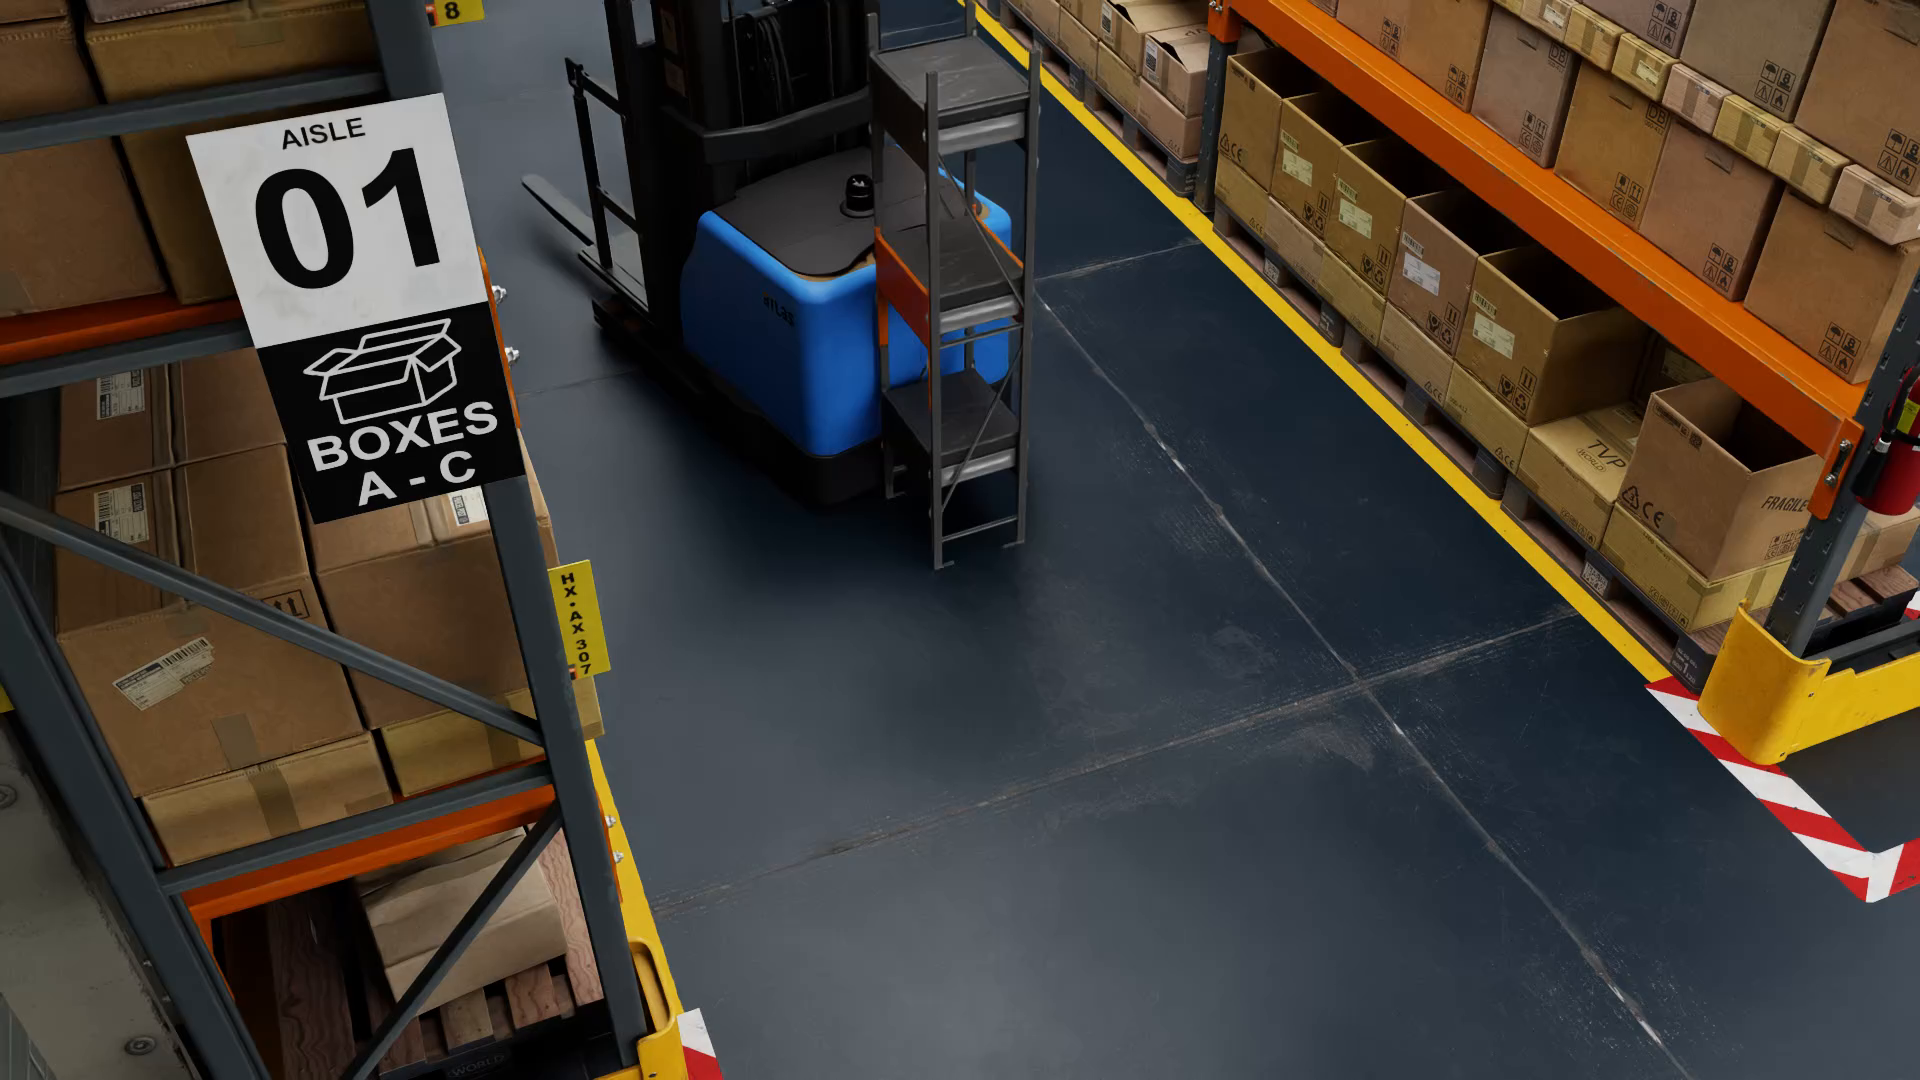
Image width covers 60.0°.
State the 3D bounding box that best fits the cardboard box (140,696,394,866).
[{"bbox_3d":[-1.682,0.457,4.018,0.500,0.250,0.500,-15,43,-16],"label":"cardboard box"}]

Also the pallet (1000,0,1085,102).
[{"bbox_3d":[0.932,-3.120,10.216,1.003,0.211,1.213,-15,43,-17],"label":"pallet"}]

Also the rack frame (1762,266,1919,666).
[{"bbox_3d":[3.251,-0.597,5.144,1.000,3.000,0.127,-15,43,-17],"label":"rack frame"}]

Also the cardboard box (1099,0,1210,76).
[{"bbox_3d":[1.096,-2.820,9.086,0.500,0.311,0.500,-14,43,-16],"label":"cardboard box"}]

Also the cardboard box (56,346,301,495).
[{"bbox_3d":[-1.885,-0.131,4.126,0.500,0.500,0.500,-15,43,-16],"label":"cardboard box"}]

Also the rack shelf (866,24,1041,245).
[{"bbox_3d":[-0.027,-1.397,5.711,0.431,0.518,0.480,-17,44,-19],"label":"rack shelf"}]

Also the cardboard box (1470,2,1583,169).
[{"bbox_3d":[2.489,-1.852,6.526,0.700,0.500,0.500,-14,43,-16],"label":"cardboard box"}]

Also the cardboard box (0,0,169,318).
[{"bbox_3d":[-1.718,-0.730,2.906,0.500,0.500,0.500,-12,42,-14],"label":"cardboard box"}]

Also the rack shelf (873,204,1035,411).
[{"bbox_3d":[-0.027,-0.866,6.168,0.431,0.518,0.480,-17,44,-19],"label":"rack shelf"}]

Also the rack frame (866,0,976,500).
[{"bbox_3d":[-0.130,-1.021,6.326,0.400,2.100,0.015,-17,44,-19],"label":"rack frame"}]

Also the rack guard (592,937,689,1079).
[{"bbox_3d":[-1.353,1.543,4.573,1.175,0.500,0.348,-15,43,-17],"label":"rack guard"}]

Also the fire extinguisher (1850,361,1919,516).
[{"bbox_3d":[2.867,-0.381,4.952,0.296,0.674,0.183,-15,43,-17],"label":"fire extinguisher"}]

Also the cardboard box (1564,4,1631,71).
[{"bbox_3d":[2.432,-1.843,6.019,0.380,0.149,0.250,-14,43,-16],"label":"cardboard box"}]

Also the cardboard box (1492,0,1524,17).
[{"bbox_3d":[2.240,-2.148,6.374,0.380,0.149,0.250,-15,43,-17],"label":"cardboard box"}]

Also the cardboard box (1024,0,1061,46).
[{"bbox_3d":[0.713,-3.221,9.982,0.500,0.250,0.500,-14,43,-16],"label":"cardboard box"}]

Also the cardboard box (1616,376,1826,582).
[{"bbox_3d":[2.771,-0.247,5.948,0.500,0.500,0.500,-15,43,-17],"label":"cardboard box"}]

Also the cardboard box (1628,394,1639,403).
[{"bbox_3d":[2.866,-0.694,7.043,0.500,0.250,0.500,-15,43,-17],"label":"cardboard box"}]

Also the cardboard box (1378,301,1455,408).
[{"bbox_3d":[2.188,-0.864,7.241,0.500,0.250,0.500,-15,43,-17],"label":"cardboard box"}]

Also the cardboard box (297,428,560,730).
[{"bbox_3d":[-1.229,0.043,3.924,0.500,0.500,0.500,-15,43,-17],"label":"cardboard box"}]

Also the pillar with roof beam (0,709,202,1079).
[{"bbox_3d":[1.586,-2.914,3.237,9.100,9.000,0.400,-15,43,-17],"label":"pillar with roof beam"}]

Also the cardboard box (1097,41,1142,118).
[{"bbox_3d":[1.102,-2.606,9.267,0.500,0.250,0.500,-16,43,-18],"label":"cardboard box"}]

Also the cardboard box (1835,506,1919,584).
[{"bbox_3d":[3.251,-0.093,6.344,0.500,0.250,0.500,-15,43,-17],"label":"cardboard box"}]

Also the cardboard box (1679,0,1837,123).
[{"bbox_3d":[2.858,-1.759,5.423,0.700,0.500,0.500,-16,43,-18],"label":"cardboard box"}]

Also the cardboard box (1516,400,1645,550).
[{"bbox_3d":[2.570,-0.262,6.540,0.500,0.250,0.500,-15,43,-17],"label":"cardboard box"}]

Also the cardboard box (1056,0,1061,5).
[{"bbox_3d":[0.718,-3.425,9.789,0.500,0.311,0.500,-16,43,-17],"label":"cardboard box"}]

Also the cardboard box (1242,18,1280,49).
[{"bbox_3d":[1.793,-2.647,8.885,0.500,0.311,0.500,-15,43,-17],"label":"cardboard box"}]

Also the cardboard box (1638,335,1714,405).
[{"bbox_3d":[3.058,-0.678,6.449,0.500,0.500,0.500,-15,43,-17],"label":"cardboard box"}]

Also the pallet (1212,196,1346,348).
[{"bbox_3d":[1.986,-1.460,8.286,1.003,0.211,1.213,-15,43,-17],"label":"pallet"}]

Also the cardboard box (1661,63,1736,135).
[{"bbox_3d":[2.635,-1.527,5.651,0.380,0.149,0.250,-15,43,-16],"label":"cardboard box"}]

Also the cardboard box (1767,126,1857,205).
[{"bbox_3d":[2.827,-1.221,5.295,0.380,0.149,0.250,-14,43,-16],"label":"cardboard box"}]

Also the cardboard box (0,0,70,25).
[{"bbox_3d":[-1.731,-1.116,2.587,0.500,0.500,0.500,-13,42,-15],"label":"cardboard box"}]

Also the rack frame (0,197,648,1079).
[{"bbox_3d":[-1.324,0.641,3.704,1.000,3.000,0.127,-15,43,-17],"label":"rack frame"}]

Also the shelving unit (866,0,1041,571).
[{"bbox_3d":[-0.027,-0.876,6.159,0.431,2.100,0.503,-17,44,-19],"label":"shelving unit"}]

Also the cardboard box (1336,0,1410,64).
[{"bbox_3d":[2.104,-2.463,7.237,0.700,0.500,0.500,-16,43,-17],"label":"cardboard box"}]

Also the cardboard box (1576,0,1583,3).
[{"bbox_3d":[2.472,-2.364,6.127,0.700,0.500,0.500,-15,43,-17],"label":"cardboard box"}]

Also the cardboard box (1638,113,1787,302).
[{"bbox_3d":[2.879,-1.235,5.809,0.700,0.500,0.500,-14,43,-16],"label":"cardboard box"}]

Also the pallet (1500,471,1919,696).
[{"bbox_3d":[2.920,0.010,6.577,1.003,0.211,1.213,-15,43,-17],"label":"pallet"}]

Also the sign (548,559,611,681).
[{"bbox_3d":[-0.823,0.177,3.580,0.100,0.325,0.005,-15,43,-17],"label":"sign"}]

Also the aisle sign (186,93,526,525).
[{"bbox_3d":[-1.020,-0.376,2.893,0.394,0.787,0.004,-15,43,-17],"label":"aisle sign"}]

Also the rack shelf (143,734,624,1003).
[{"bbox_3d":[-2.090,-0.291,5.340,1.077,0.370,4.000,-15,43,-17],"label":"rack shelf"}]

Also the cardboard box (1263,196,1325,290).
[{"bbox_3d":[1.804,-1.466,7.941,0.500,0.250,0.500,-15,43,-17],"label":"cardboard box"}]

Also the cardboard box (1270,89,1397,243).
[{"bbox_3d":[1.807,-1.751,7.698,0.500,0.500,0.500,-15,43,-17],"label":"cardboard box"}]

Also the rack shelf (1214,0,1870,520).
[{"bbox_3d":[2.486,-1.529,6.780,1.077,0.370,4.000,-15,43,-17],"label":"rack shelf"}]

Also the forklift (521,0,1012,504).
[{"bbox_3d":[-1.076,-2.164,7.019,1.130,2.935,3.031,-27,47,-28],"label":"forklift"}]

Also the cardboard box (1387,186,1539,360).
[{"bbox_3d":[2.185,-1.147,6.995,0.500,0.500,0.500,-15,43,-17],"label":"cardboard box"}]
